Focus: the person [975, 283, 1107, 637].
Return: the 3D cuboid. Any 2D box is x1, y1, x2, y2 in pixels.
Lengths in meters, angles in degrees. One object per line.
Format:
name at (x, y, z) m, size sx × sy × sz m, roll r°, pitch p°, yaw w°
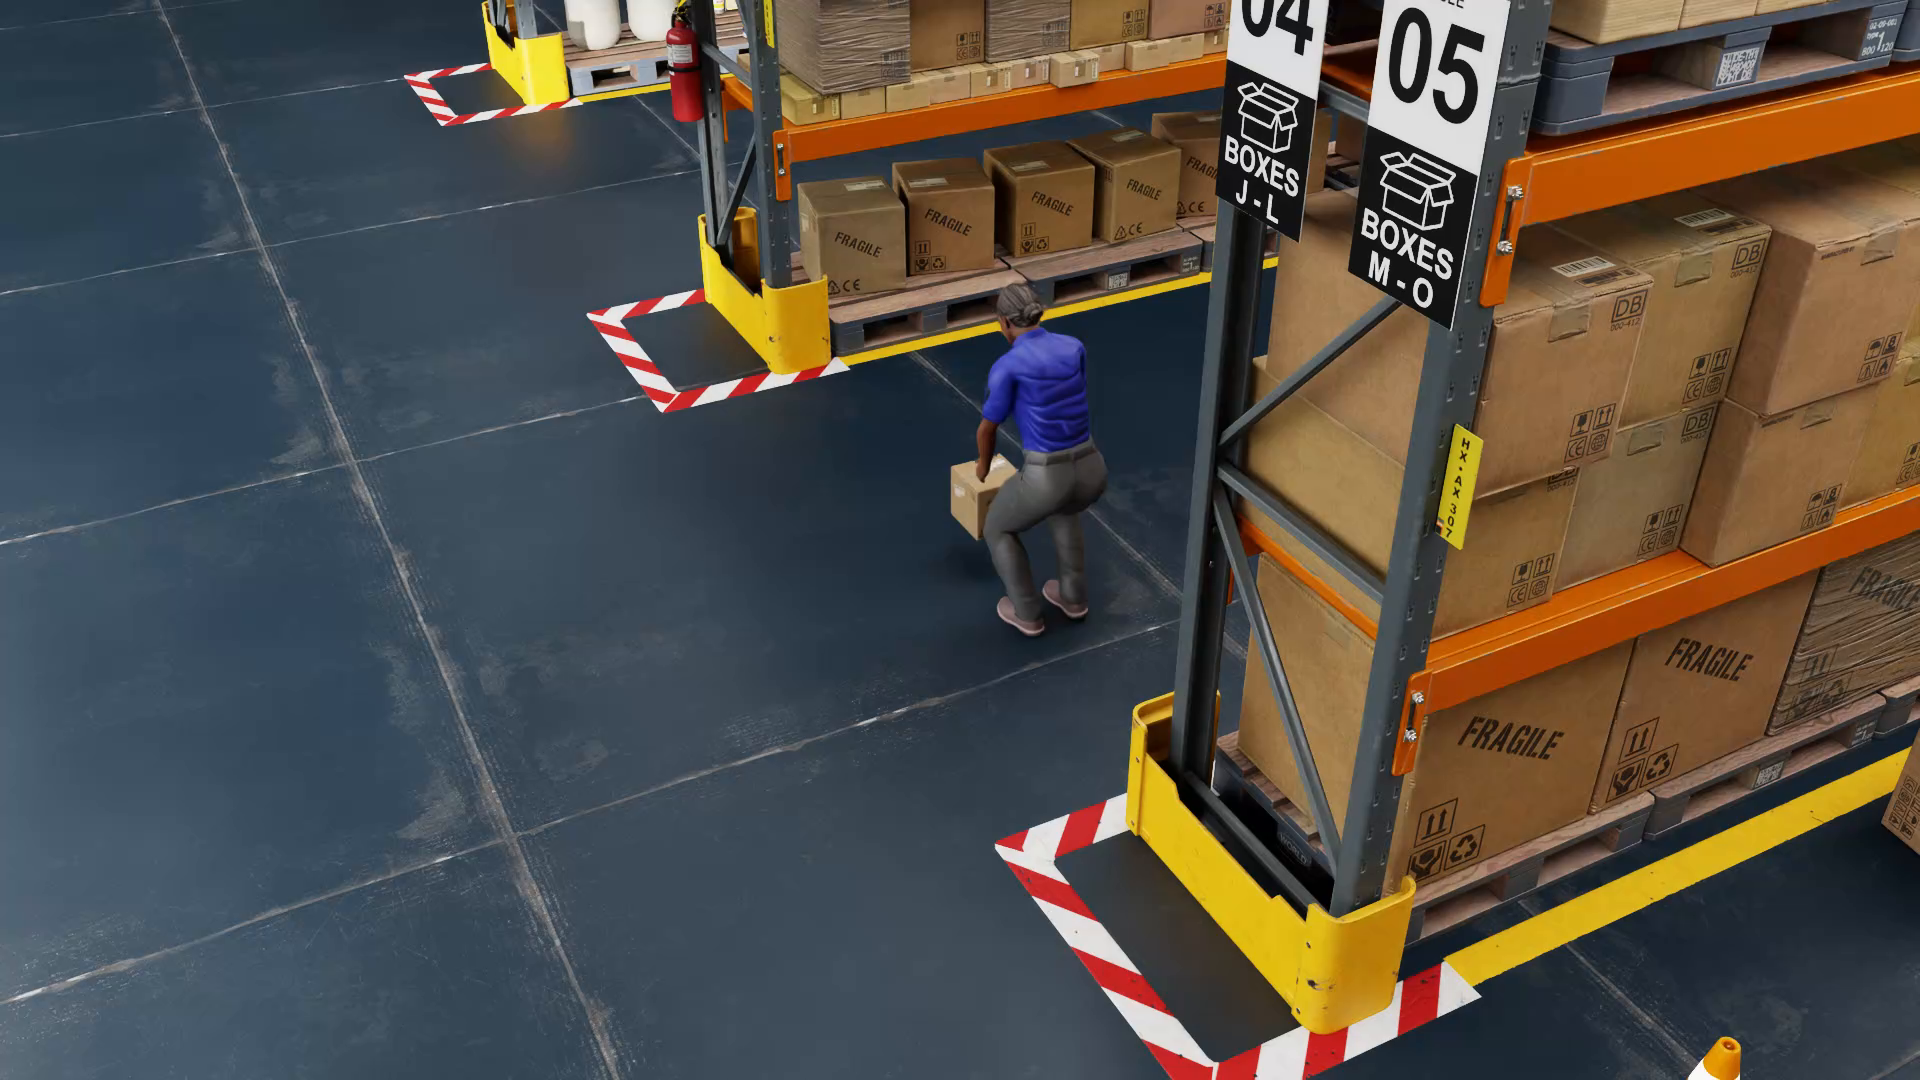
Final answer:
person at (0.316, -0.294, 6.781) m, size 0.490 × 1.465 × 0.555 m, roll -16°, pitch 36°, yaw -22°
